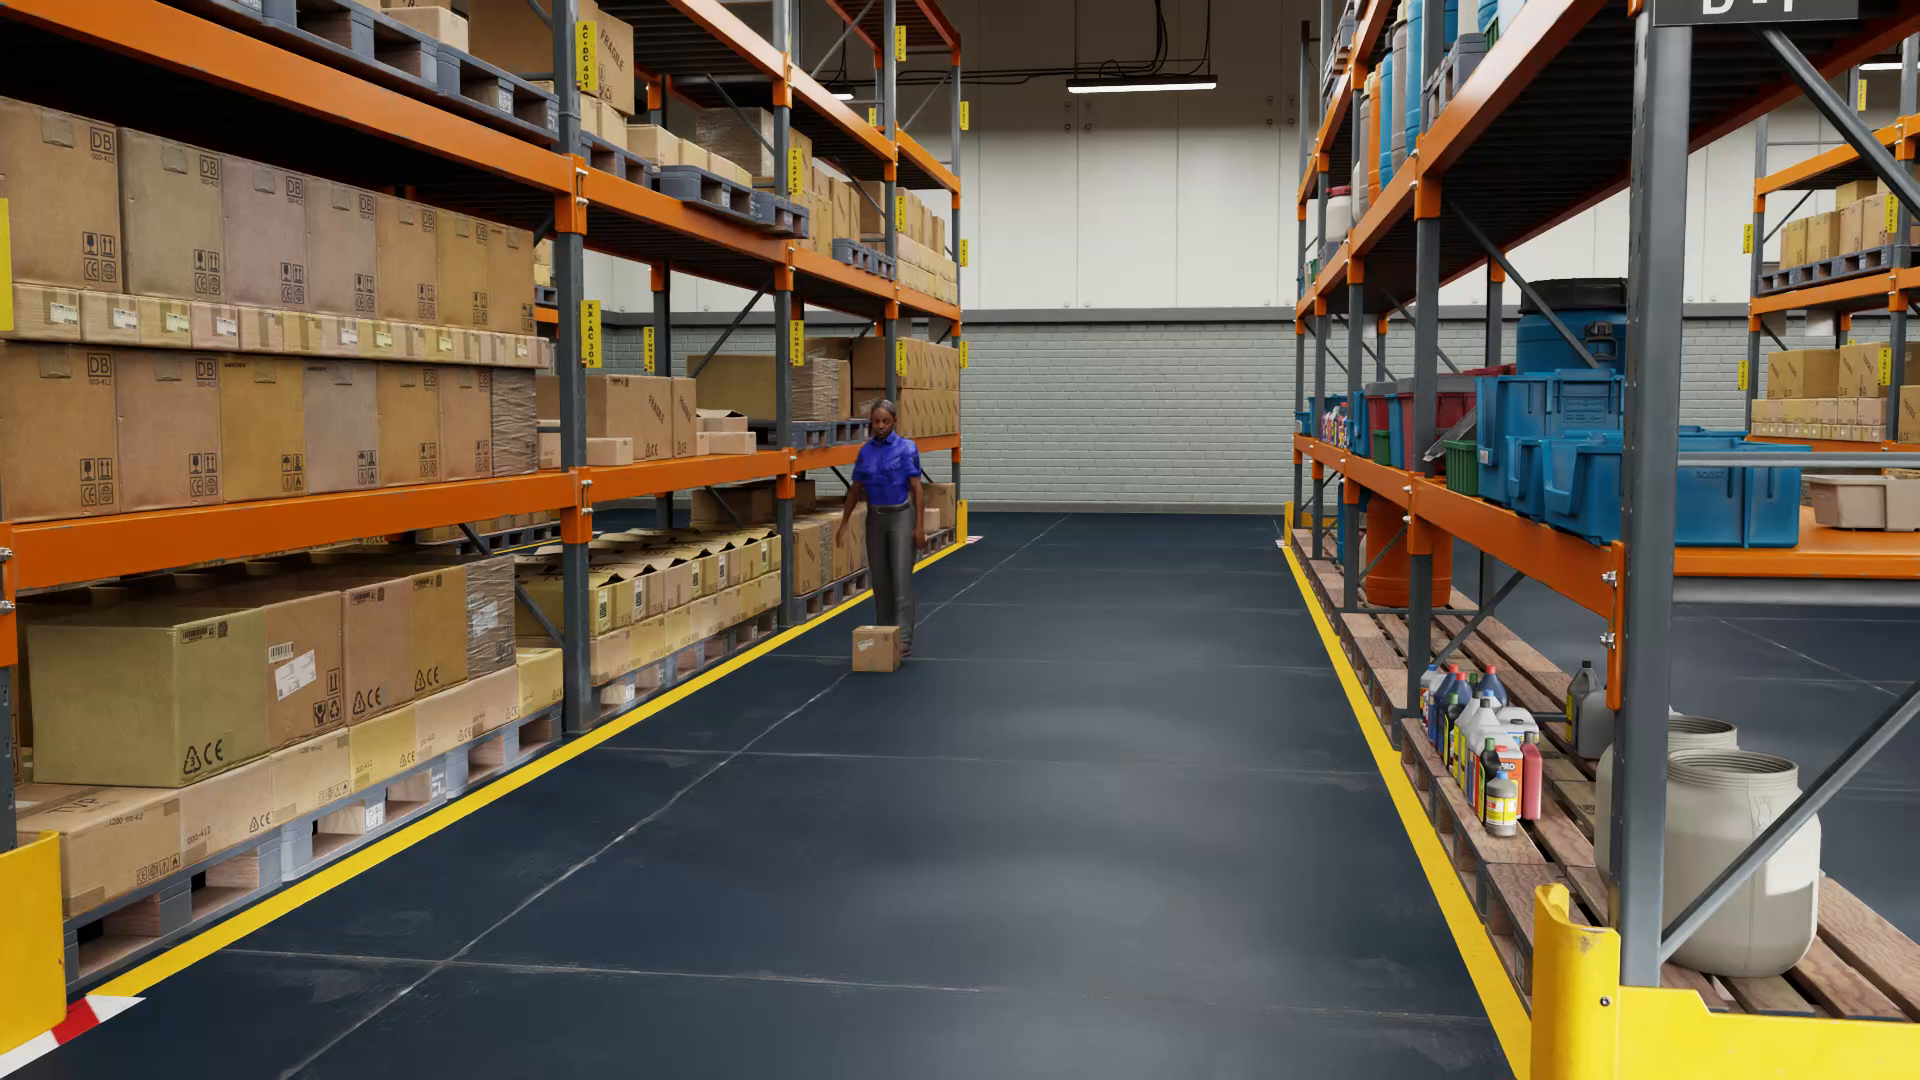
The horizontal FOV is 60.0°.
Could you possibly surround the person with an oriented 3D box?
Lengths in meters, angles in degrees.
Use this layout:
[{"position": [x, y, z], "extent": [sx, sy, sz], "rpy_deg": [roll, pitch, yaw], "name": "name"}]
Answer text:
[{"position": [-0.550, -0.078, 10.719], "extent": [0.671, 1.657, 0.562], "rpy_deg": [3, 5, 29], "name": "person"}]
